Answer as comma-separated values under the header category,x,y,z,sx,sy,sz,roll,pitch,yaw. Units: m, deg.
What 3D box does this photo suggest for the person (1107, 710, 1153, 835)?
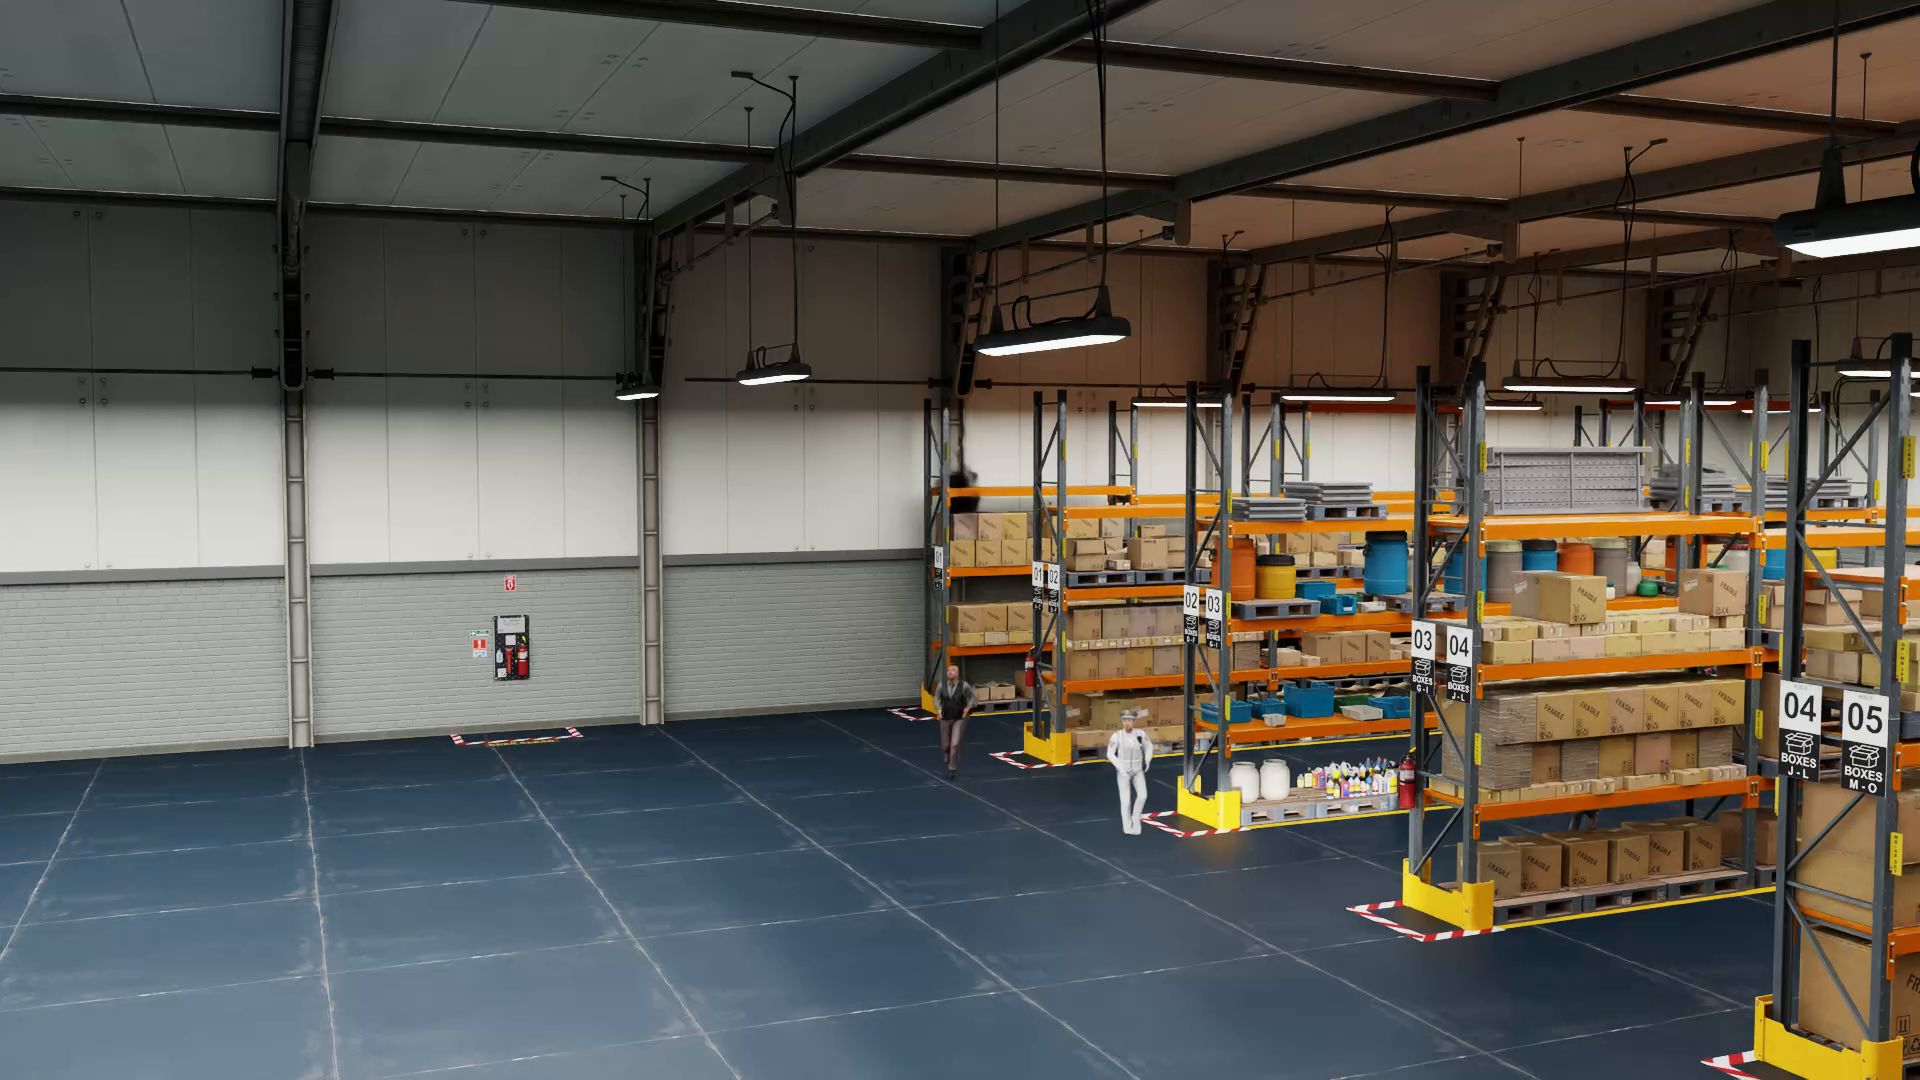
category,x,y,z,sx,sy,sz,roll,pitch,yaw
person,2.242,3.044,21.802,0.634,1.659,0.596,0,3,-3

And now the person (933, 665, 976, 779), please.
category,x,y,z,sx,sy,sz,roll,pitch,yaw
person,-0.084,2.778,25.646,0.668,1.708,0.747,1,3,9

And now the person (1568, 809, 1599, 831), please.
category,x,y,z,sx,sy,sz,roll,pitch,yaw
person,8.048,3.066,21.530,0.904,1.653,0.580,-2,4,-36
